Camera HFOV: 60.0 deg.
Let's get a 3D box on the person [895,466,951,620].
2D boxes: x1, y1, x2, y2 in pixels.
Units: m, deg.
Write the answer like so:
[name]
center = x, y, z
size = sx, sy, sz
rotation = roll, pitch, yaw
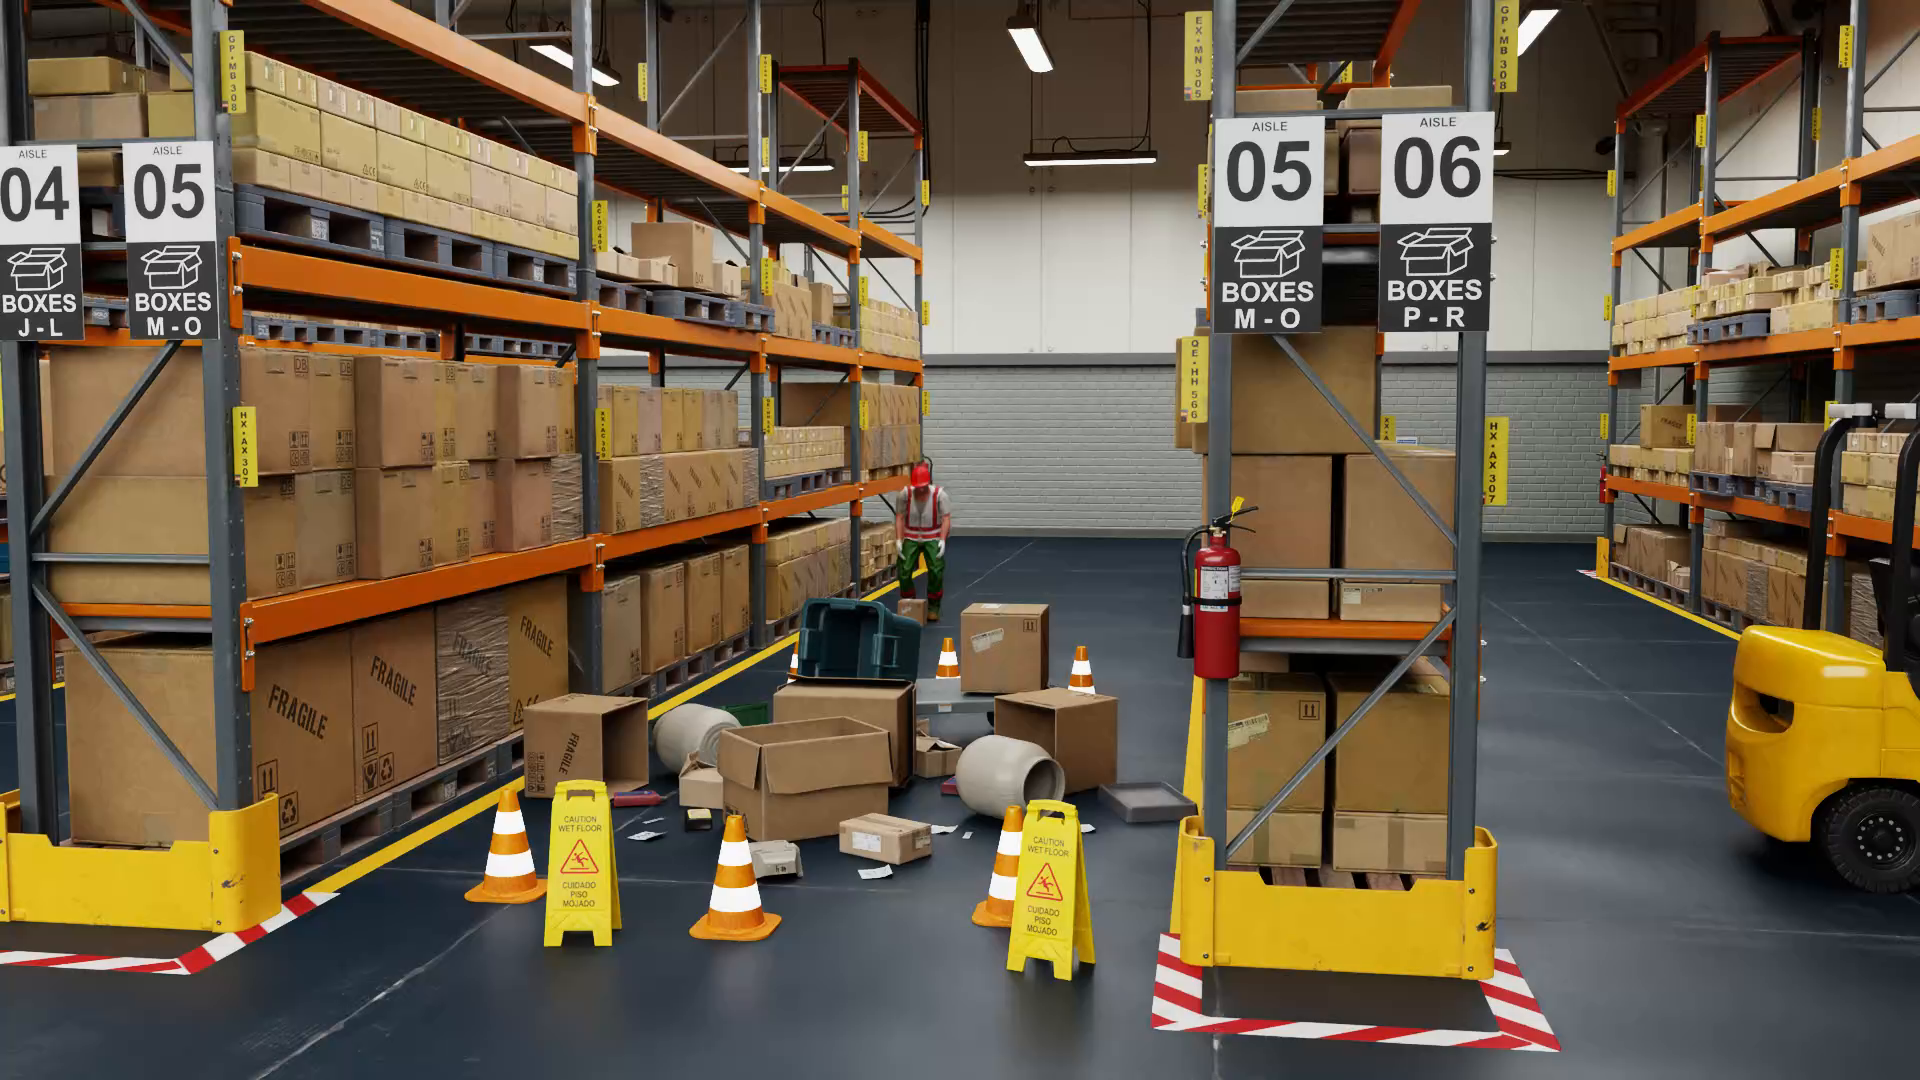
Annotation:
[person]
center = -0.370, 0.031, 16.897
size = 0.575, 1.578, 0.647
rotation = 1, 4, 10
